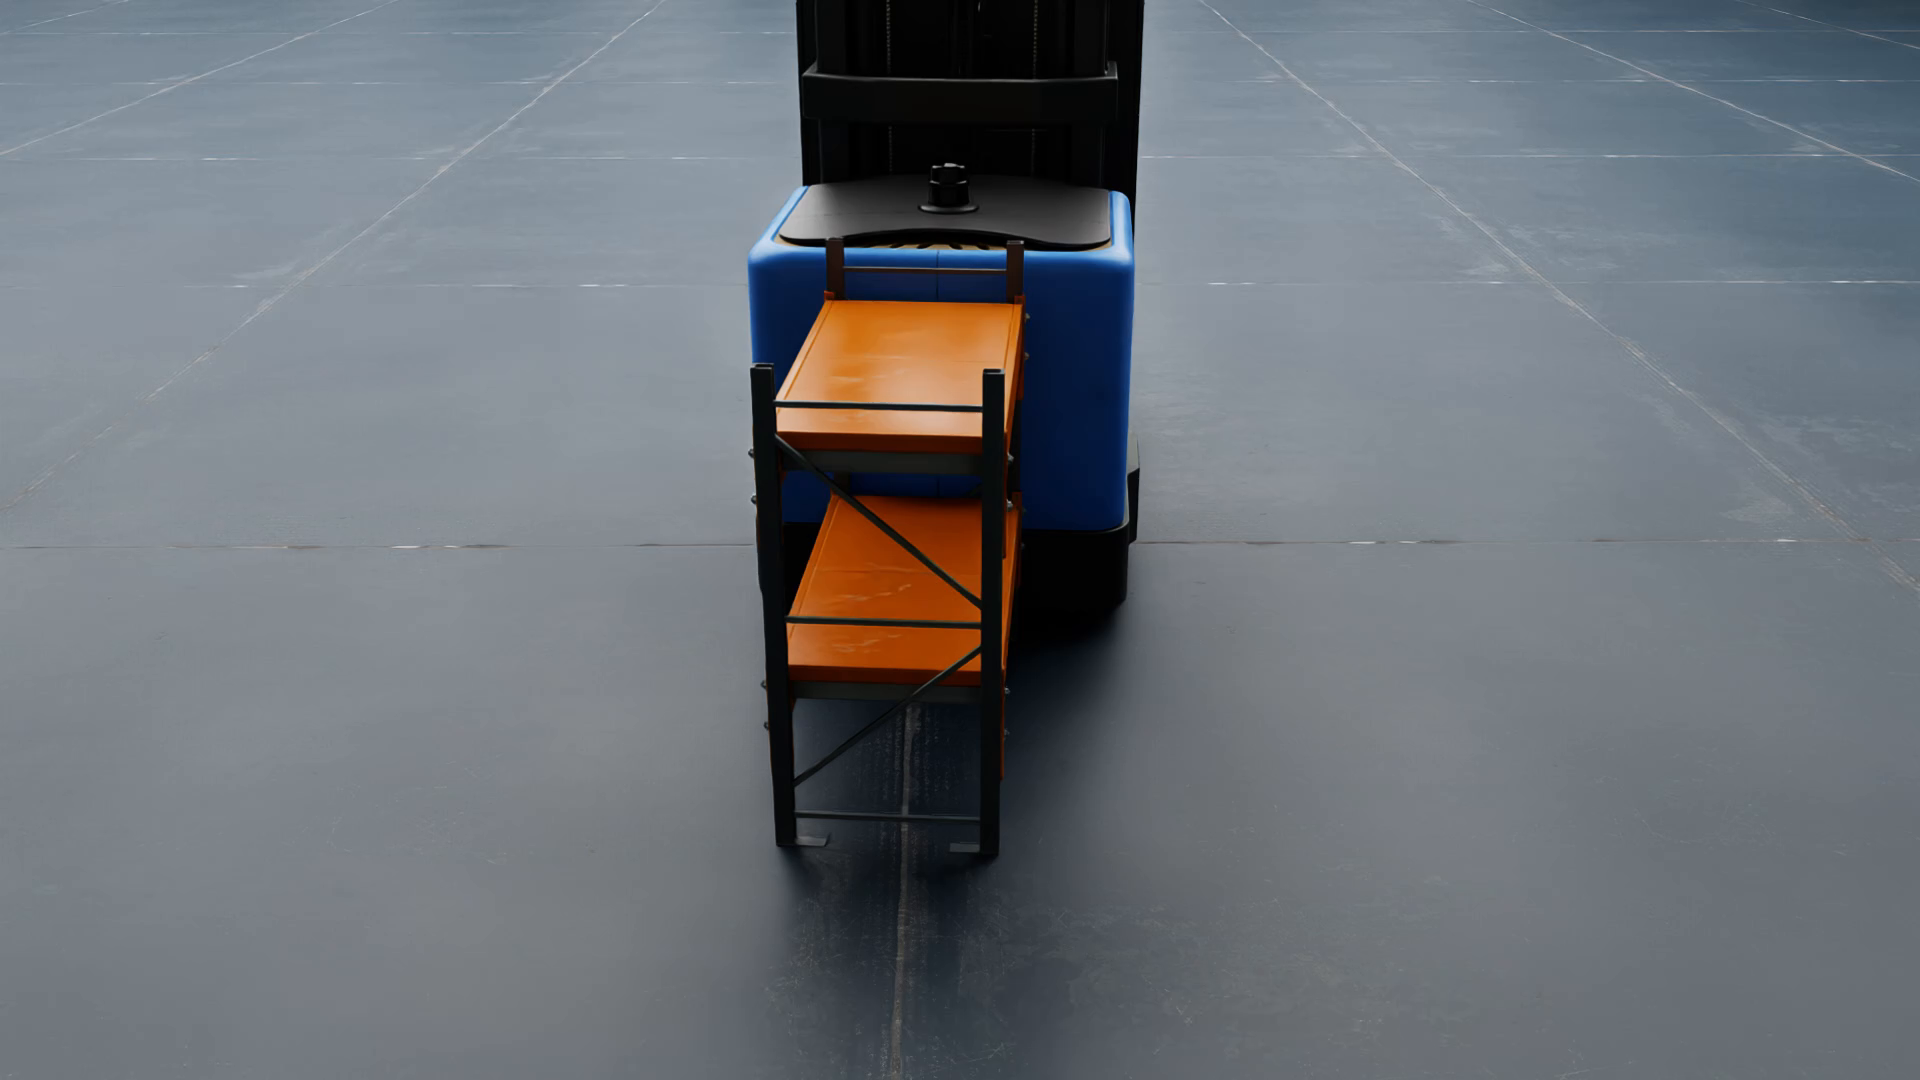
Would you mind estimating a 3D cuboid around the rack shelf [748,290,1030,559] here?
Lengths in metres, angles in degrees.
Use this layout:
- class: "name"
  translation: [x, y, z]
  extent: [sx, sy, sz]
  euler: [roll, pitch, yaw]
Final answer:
- class: "rack shelf"
  translation: [-0.126, -0.300, 3.838]
  extent: [0.538, 0.278, 1.000]
  euler: [2, 24, 4]

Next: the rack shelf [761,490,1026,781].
- class: "rack shelf"
  translation: [-0.126, 0.190, 4.059]
  extent: [0.538, 0.278, 1.000]
  euler: [2, 24, 4]

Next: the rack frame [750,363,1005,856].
- class: "rack frame"
  translation: [-0.162, 0.176, 3.496]
  extent: [0.500, 1.125, 0.032]
  euler: [2, 24, 4]

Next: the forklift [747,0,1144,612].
- class: "forklift"
  translation: [0.049, -1.705, 5.462]
  extent: [1.130, 2.935, 3.031]
  euler: [2, 24, 4]

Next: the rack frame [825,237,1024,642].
- class: "rack frame"
  translation: [-0.089, -0.242, 4.420]
  extent: [0.500, 1.125, 0.032]
  euler: [2, 24, 4]

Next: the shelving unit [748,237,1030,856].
- class: "shelving unit"
  translation: [-0.126, -0.033, 3.958]
  extent: [0.538, 1.125, 1.048]
  euler: [2, 24, 4]
